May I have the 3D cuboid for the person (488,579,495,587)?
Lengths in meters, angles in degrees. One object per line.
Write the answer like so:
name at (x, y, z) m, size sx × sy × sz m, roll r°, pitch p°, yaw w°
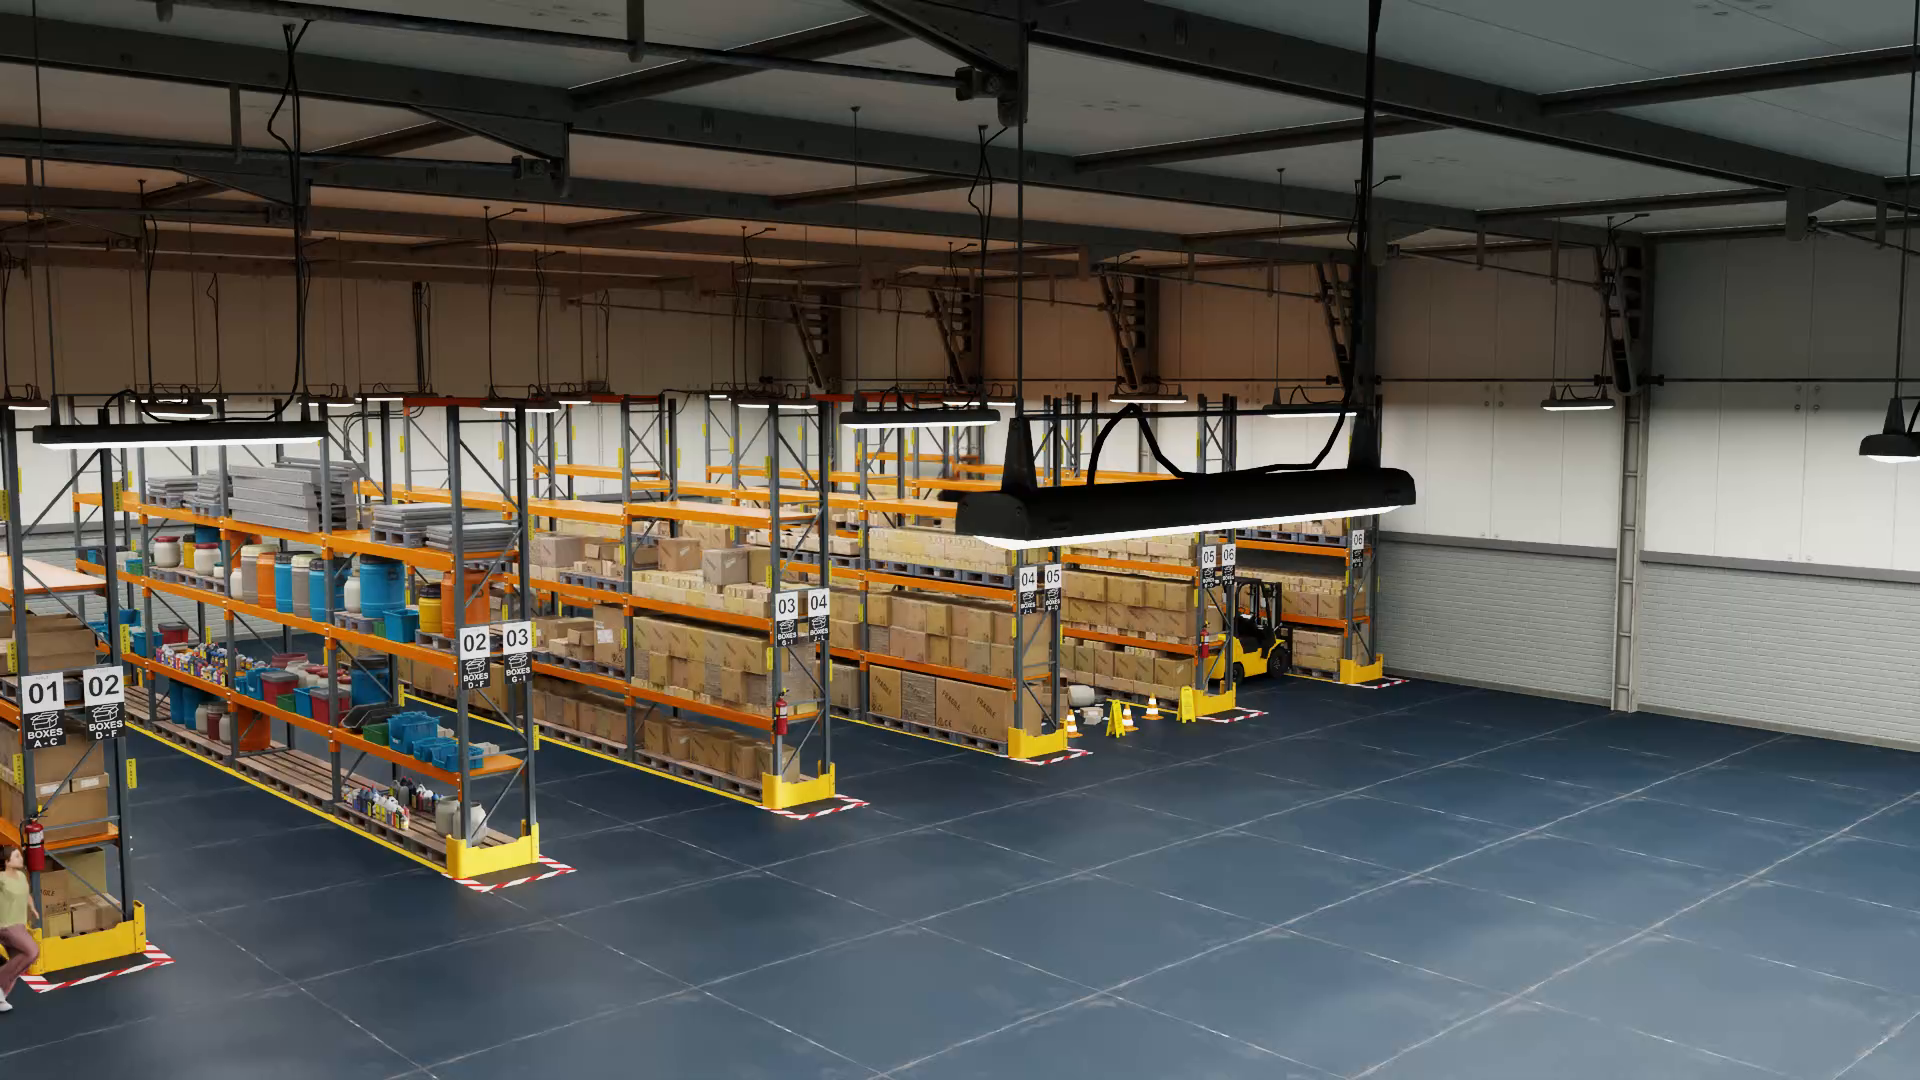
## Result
person at (-11.126, 1.646, 39.382) m, size 0.739 × 1.622 × 0.729 m, roll 1°, pitch 6°, yaw 6°

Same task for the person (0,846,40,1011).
person at (-9.539, 3.902, 16.827) m, size 0.553 × 1.599 × 0.603 m, roll 0°, pitch 6°, yaw 5°

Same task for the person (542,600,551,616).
person at (-10.221, 1.611, 41.016) m, size 0.458 × 1.504 × 0.613 m, roll -1°, pitch 6°, yaw -6°

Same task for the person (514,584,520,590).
person at (-10.110, 1.854, 37.612) m, size 0.635 × 1.720 × 0.593 m, roll -4°, pitch 7°, yaw -37°
